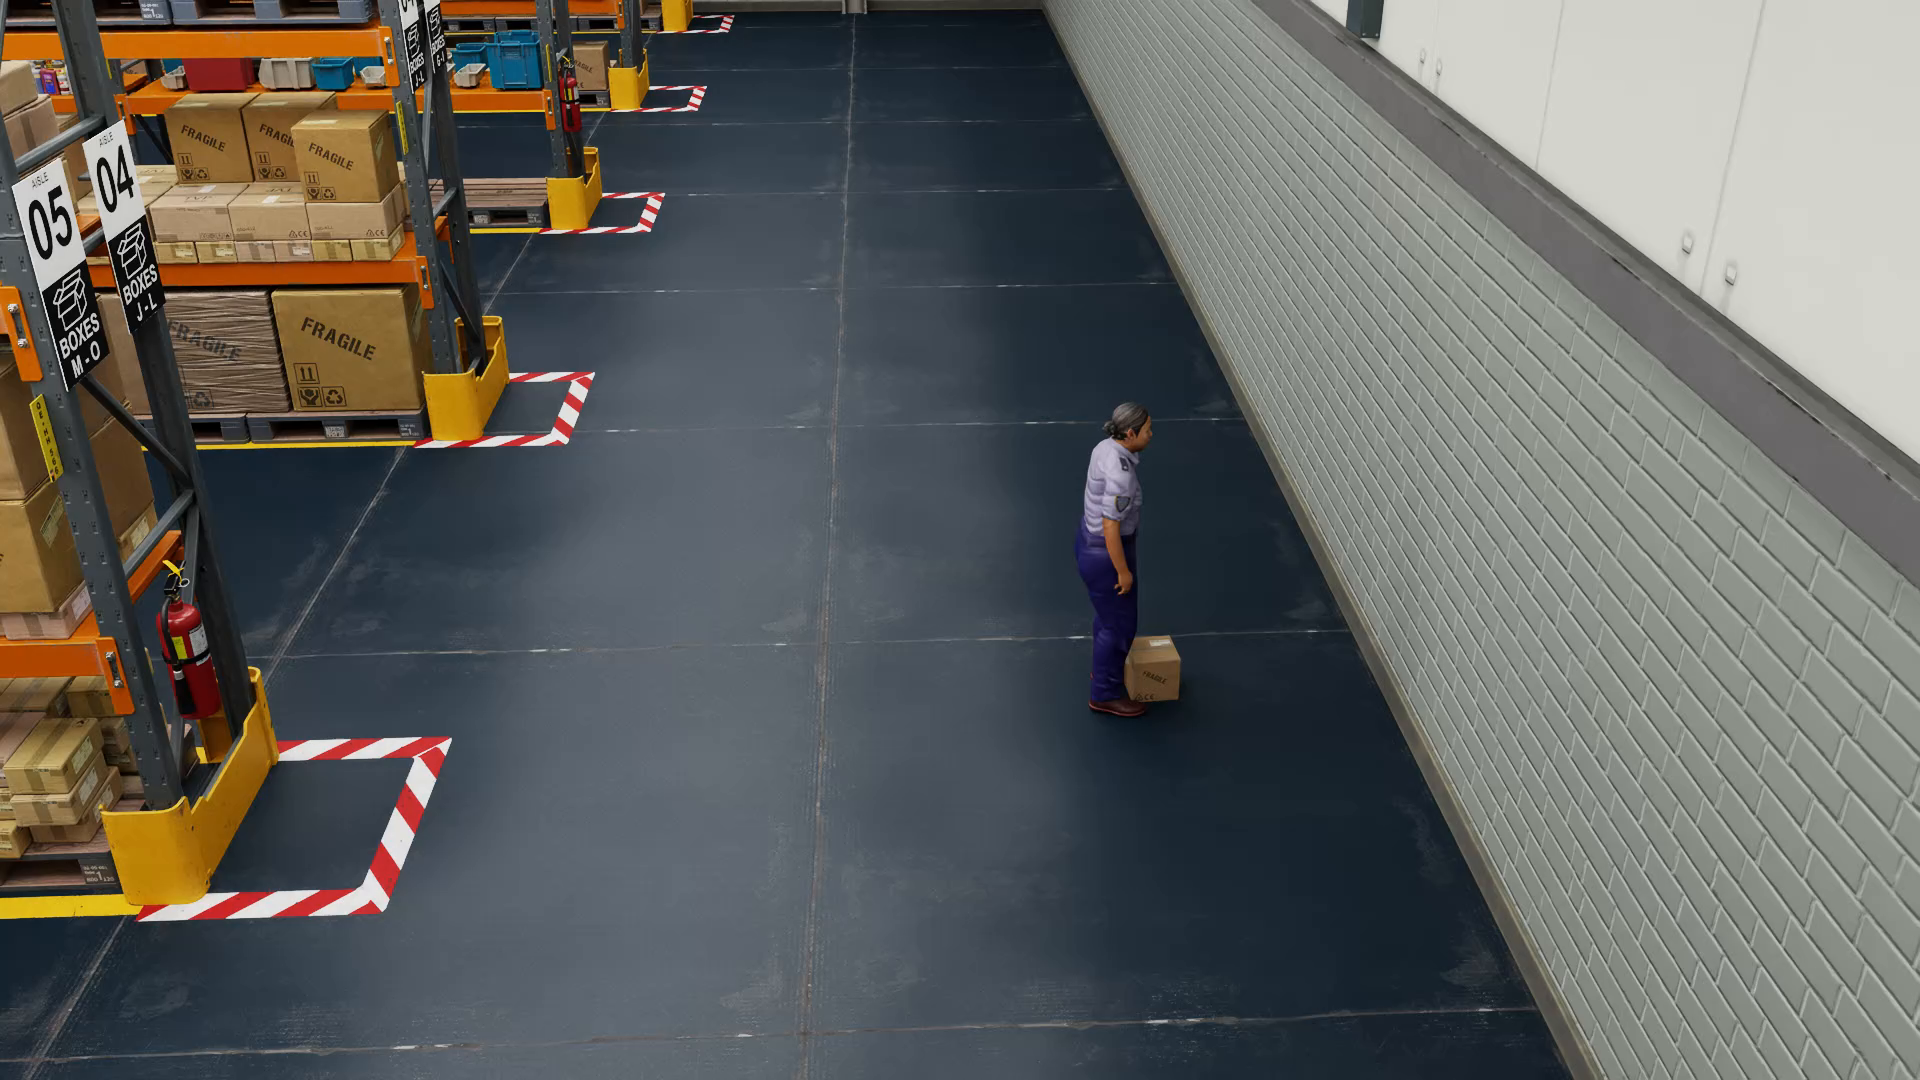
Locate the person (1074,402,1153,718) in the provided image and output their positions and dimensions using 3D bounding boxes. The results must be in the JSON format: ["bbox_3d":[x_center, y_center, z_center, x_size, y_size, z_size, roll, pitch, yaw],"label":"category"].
[{"bbox_3d":[0.799,0.079,8.491,0.415,1.639,0.537,-1,28,-2],"label":"person"}]
